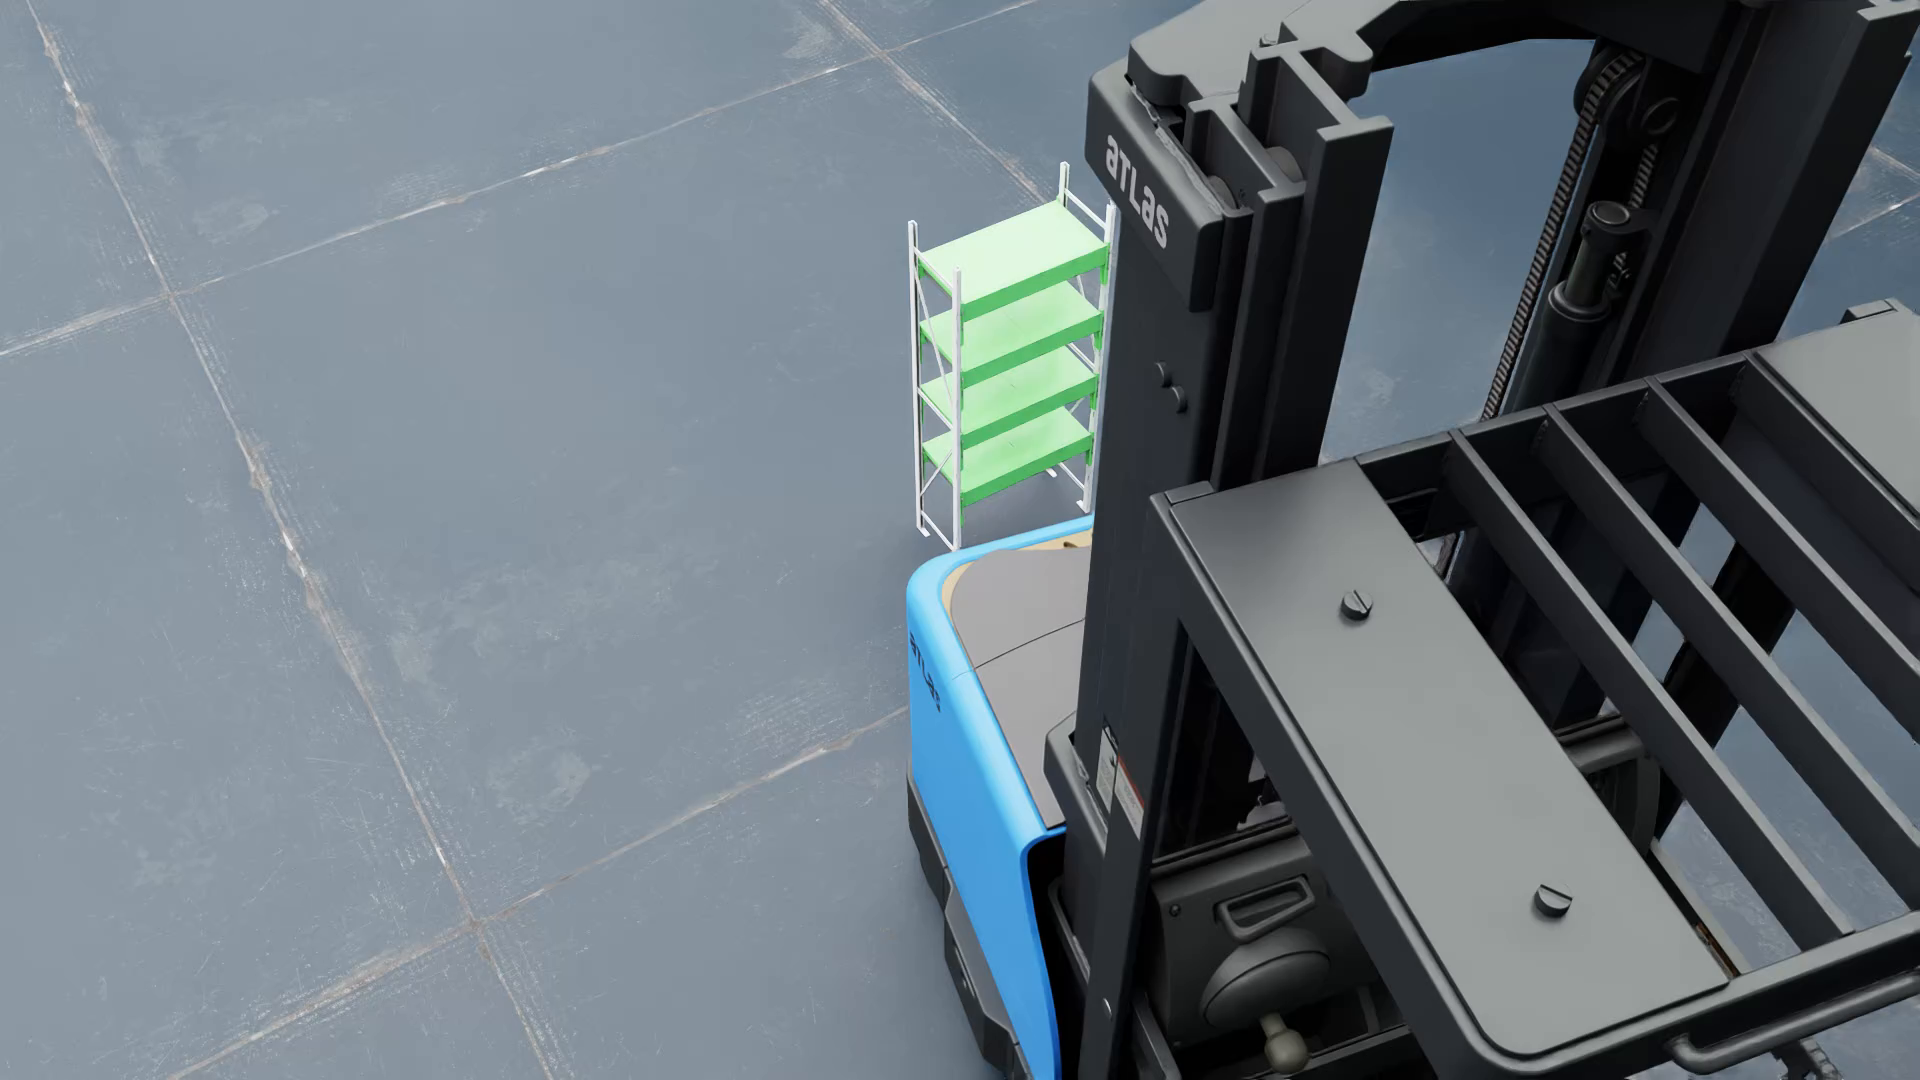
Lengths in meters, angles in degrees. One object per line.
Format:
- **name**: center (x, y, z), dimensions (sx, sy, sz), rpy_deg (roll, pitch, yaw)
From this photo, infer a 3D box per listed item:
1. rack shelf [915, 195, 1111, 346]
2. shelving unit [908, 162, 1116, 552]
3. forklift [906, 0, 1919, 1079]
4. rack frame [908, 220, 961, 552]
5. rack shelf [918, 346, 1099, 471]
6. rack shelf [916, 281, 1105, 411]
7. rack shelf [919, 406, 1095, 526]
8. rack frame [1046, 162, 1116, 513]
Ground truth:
- **rack shelf**: center (0.140, -0.742, 4.550), dimensions (0.480, 0.148, 0.258), rpy_deg (-25, 53, -21)
- **shelving unit**: center (0.140, -0.465, 4.861), dimensions (0.503, 1.200, 0.258), rpy_deg (-25, 53, -21)
- **forklift**: center (0.836, 0.710, 2.655), dimensions (1.130, 2.935, 3.031), rpy_deg (-15, 50, -13)
- **rack frame**: center (-0.066, -0.368, 4.774), dimensions (0.015, 1.200, 0.240), rpy_deg (-25, 53, -21)
- **rack shelf**: center (0.140, -0.422, 4.908), dimensions (0.480, 0.148, 0.258), rpy_deg (-25, 53, -21)
- **rack shelf**: center (0.140, -0.582, 4.729), dimensions (0.480, 0.148, 0.258), rpy_deg (-25, 53, -21)
- **rack shelf**: center (0.140, -0.263, 5.088), dimensions (0.480, 0.148, 0.258), rpy_deg (-25, 53, -21)
- **rack frame**: center (0.346, -0.562, 4.947), dimensions (0.015, 1.200, 0.240), rpy_deg (-25, 53, -21)
